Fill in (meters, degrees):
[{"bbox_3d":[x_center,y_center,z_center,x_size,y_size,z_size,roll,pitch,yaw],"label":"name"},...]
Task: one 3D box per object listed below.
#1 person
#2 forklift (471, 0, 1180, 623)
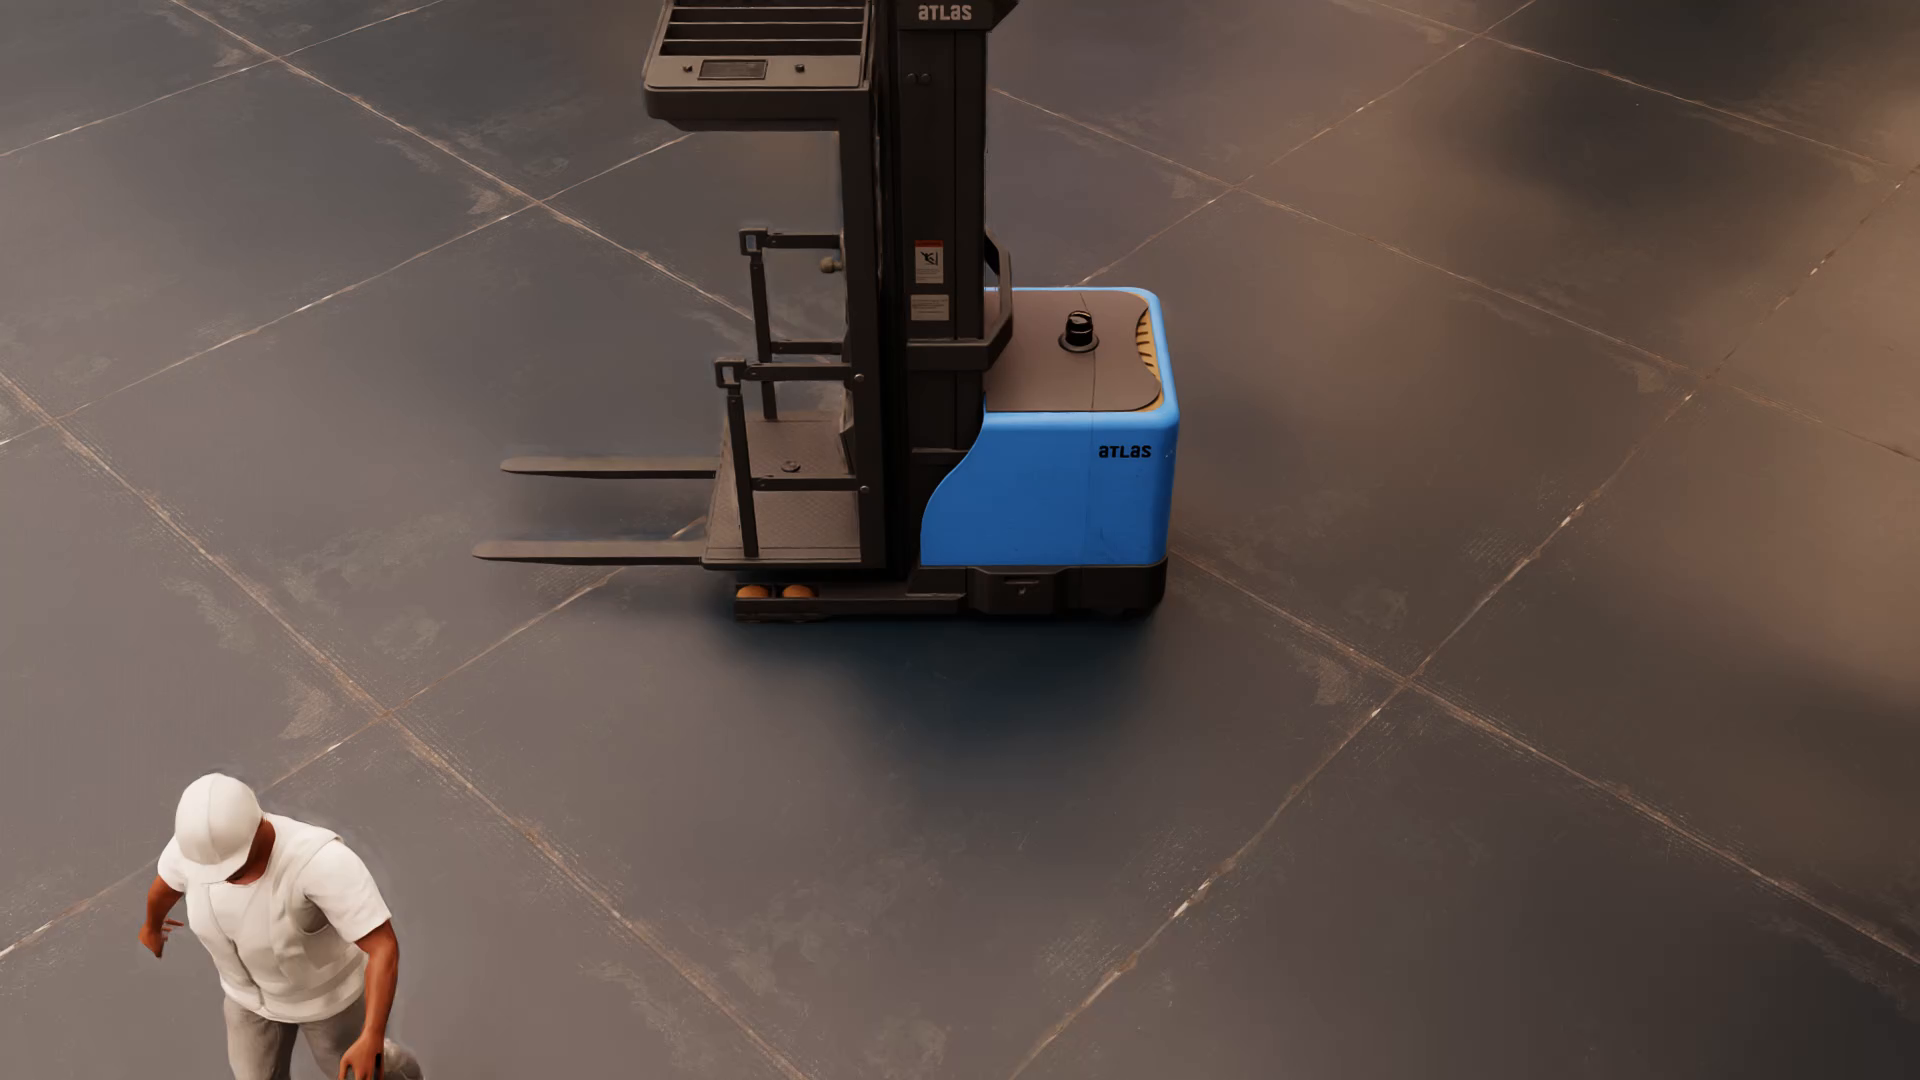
[{"bbox_3d":[-1.996,1.351,4.792,1.052,1.765,0.705,10,42,11],"label":"person"},{"bbox_3d":[-0.622,-1.098,6.709,3.031,2.935,1.130,0,41,0],"label":"forklift"}]
